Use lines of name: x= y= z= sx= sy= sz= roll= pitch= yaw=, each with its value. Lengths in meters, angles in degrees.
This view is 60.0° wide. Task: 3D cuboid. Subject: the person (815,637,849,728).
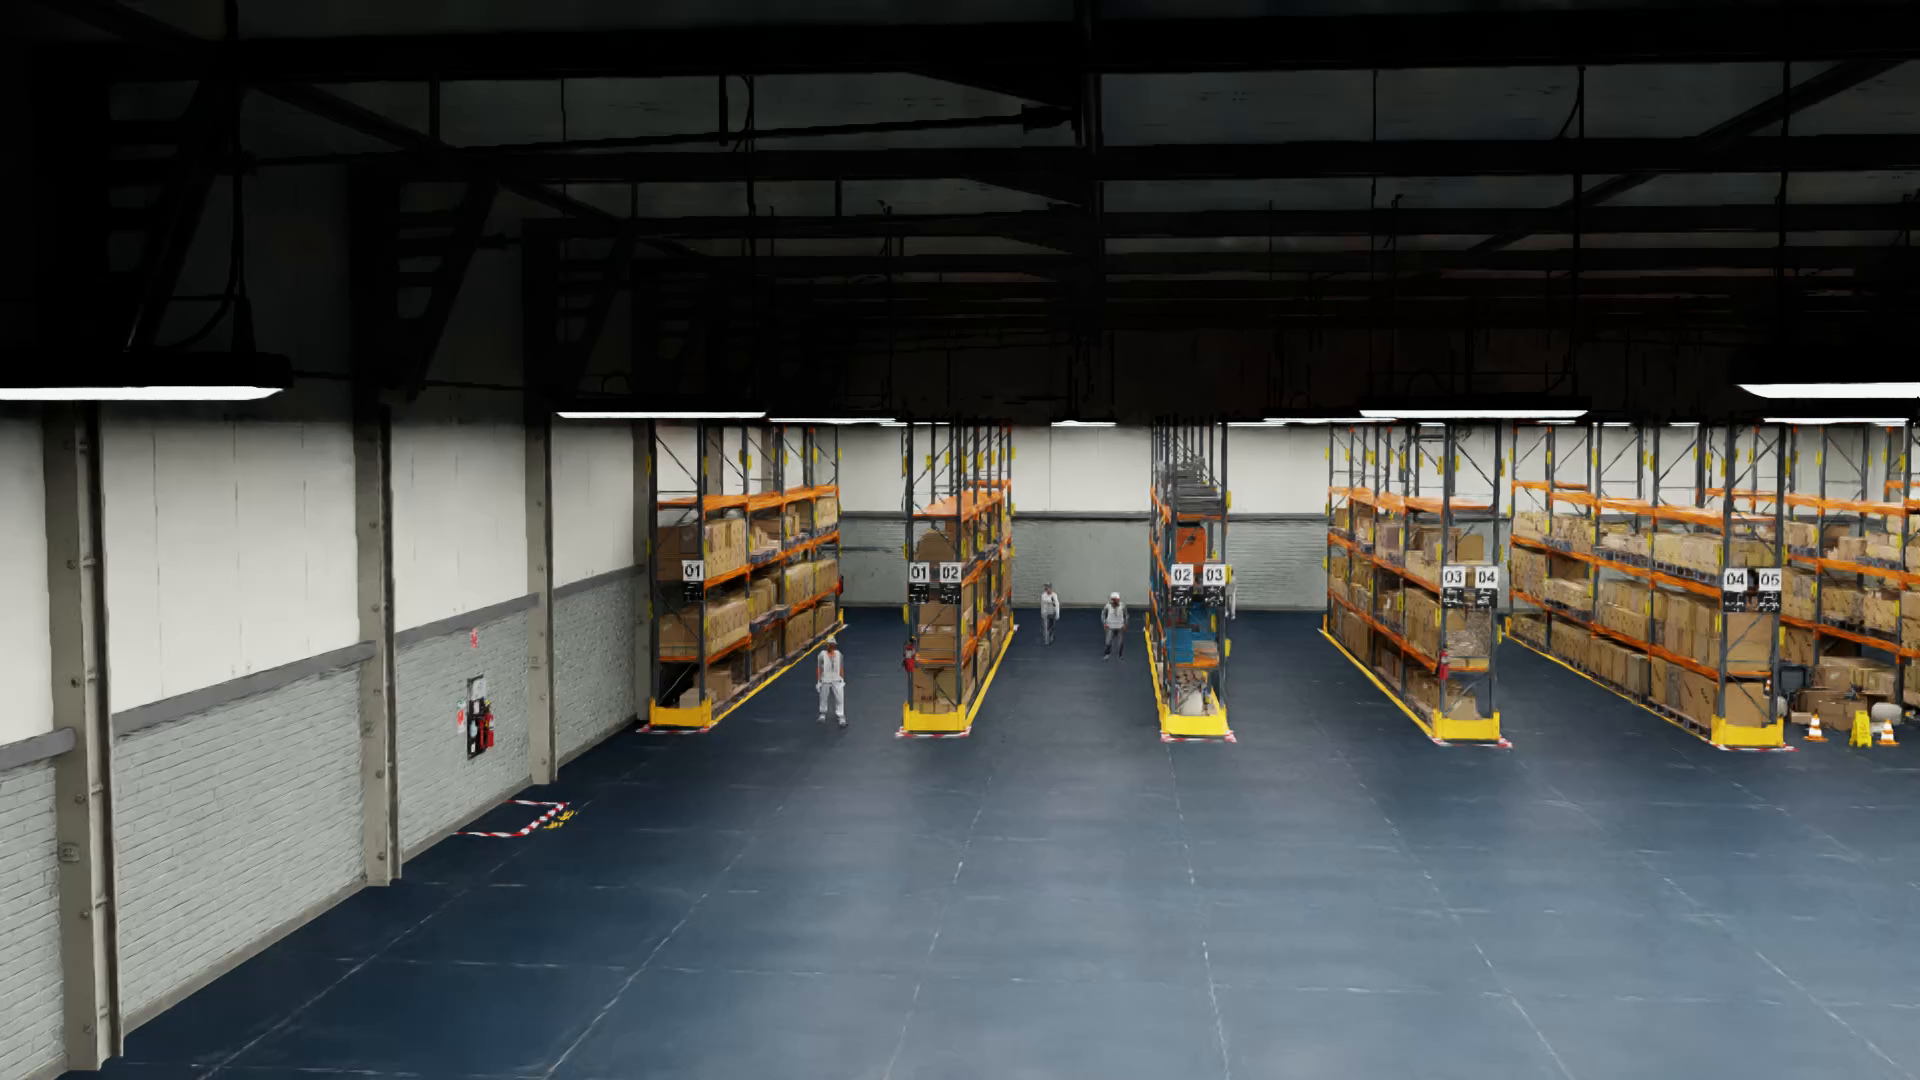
person: x=-2.466 y=2.714 z=31.861 sx=0.597 sy=1.745 sz=0.965 roll=-1 pitch=4 yaw=-17

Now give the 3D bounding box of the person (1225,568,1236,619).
person: x=8.109 y=1.585 z=50.048 sx=0.417 sy=1.517 sz=1.036 roll=1 pitch=4 yaw=8

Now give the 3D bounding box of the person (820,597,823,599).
person: x=-4.314 y=1.496 z=49.509 sx=0.522 sy=1.770 sz=0.759 roll=3 pitch=5 yaw=34

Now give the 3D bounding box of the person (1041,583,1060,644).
person: x=2.394 y=1.933 z=44.150 sx=0.502 sy=1.624 sz=0.988 roll=0 pitch=4 yaw=4

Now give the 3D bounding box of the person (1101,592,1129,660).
person: x=3.811 y=2.116 z=40.906 sx=0.677 sy=1.726 sz=0.574 roll=0 pitch=4 yaw=4
